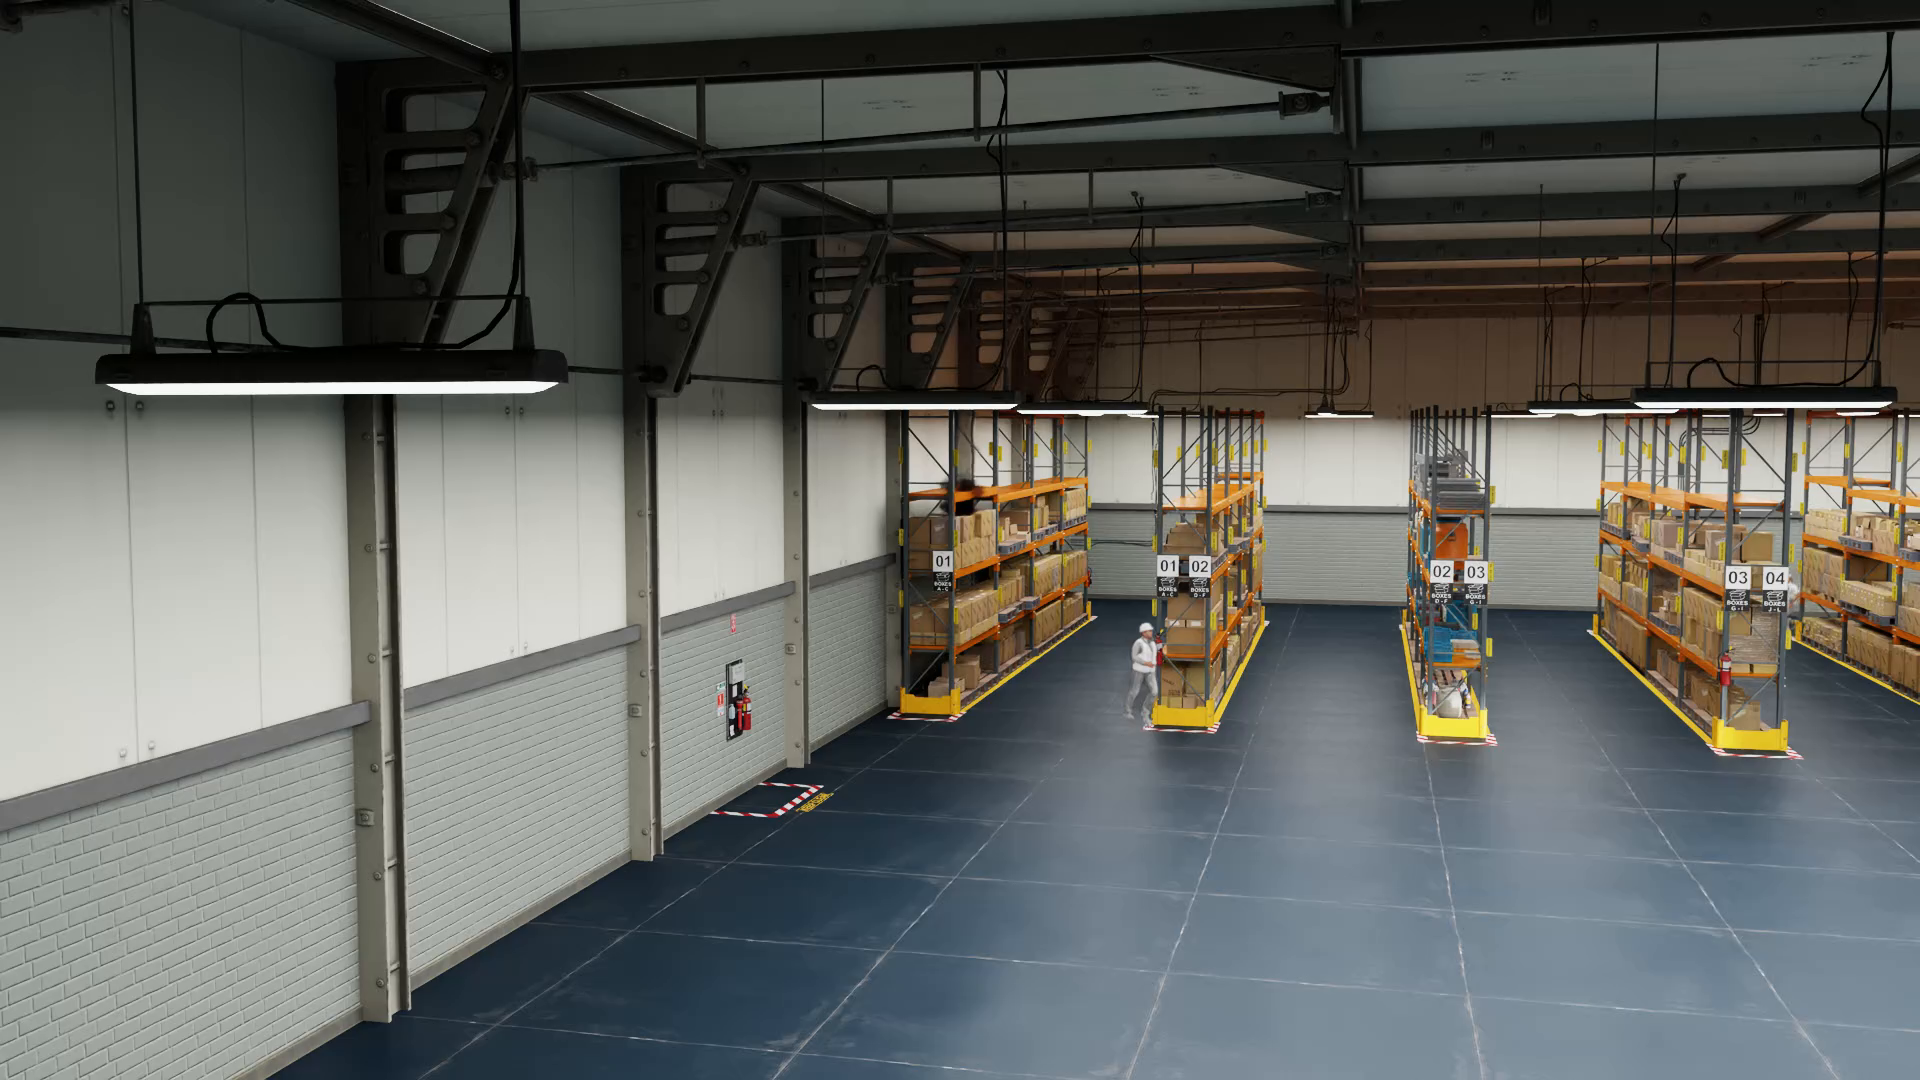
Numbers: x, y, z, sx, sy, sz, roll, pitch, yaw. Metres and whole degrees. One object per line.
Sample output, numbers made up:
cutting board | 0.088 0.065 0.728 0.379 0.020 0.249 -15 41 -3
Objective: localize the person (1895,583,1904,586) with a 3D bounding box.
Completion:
person | 23.440 1.876 41.582 0.675 1.755 0.638 1 4 14

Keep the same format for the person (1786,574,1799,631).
person | 22.187 1.731 44.534 0.532 1.639 0.638 0 4 -4

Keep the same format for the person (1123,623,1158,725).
person | 3.368 2.429 30.202 0.697 1.859 0.690 -3 5 -37
